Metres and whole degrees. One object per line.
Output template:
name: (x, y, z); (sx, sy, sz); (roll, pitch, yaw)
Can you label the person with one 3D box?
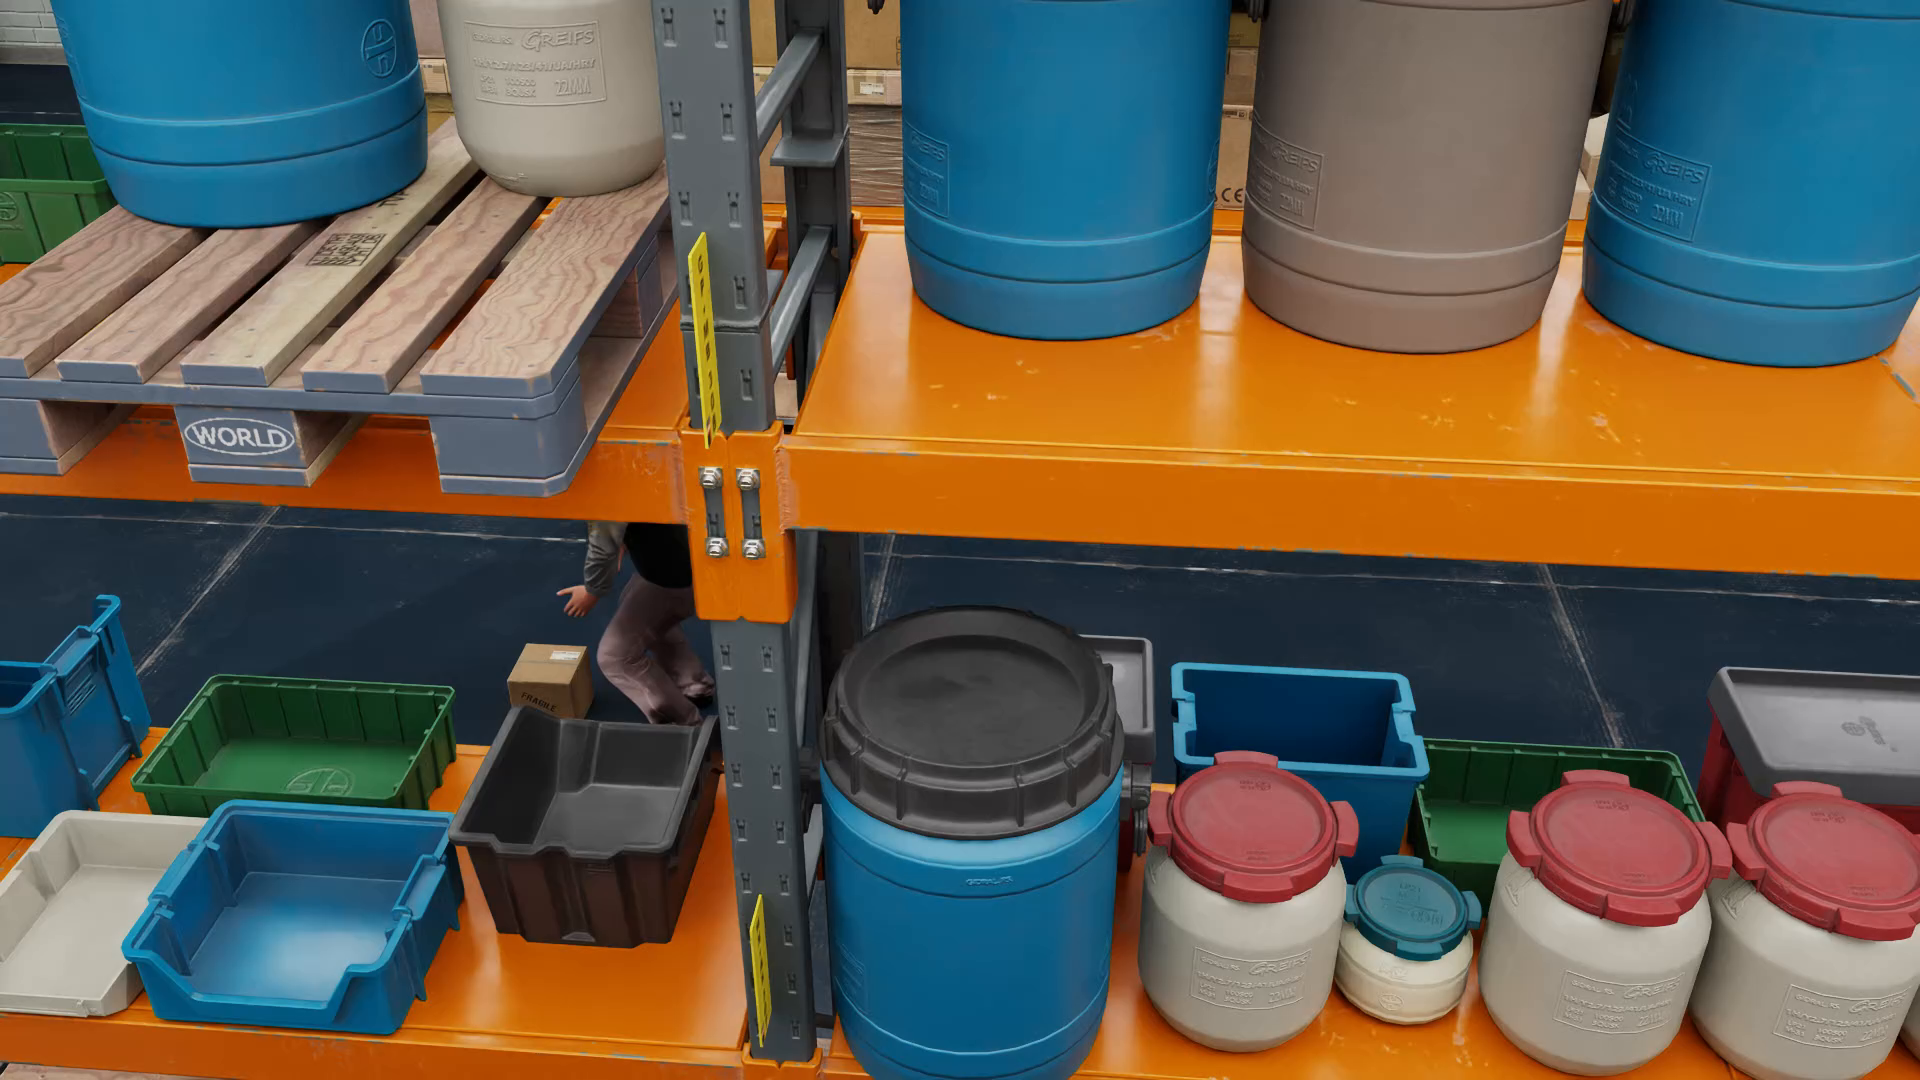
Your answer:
person: (-1.172, 0.097, 6.208); (0.625, 1.514, 0.588); (3, 32, 4)
